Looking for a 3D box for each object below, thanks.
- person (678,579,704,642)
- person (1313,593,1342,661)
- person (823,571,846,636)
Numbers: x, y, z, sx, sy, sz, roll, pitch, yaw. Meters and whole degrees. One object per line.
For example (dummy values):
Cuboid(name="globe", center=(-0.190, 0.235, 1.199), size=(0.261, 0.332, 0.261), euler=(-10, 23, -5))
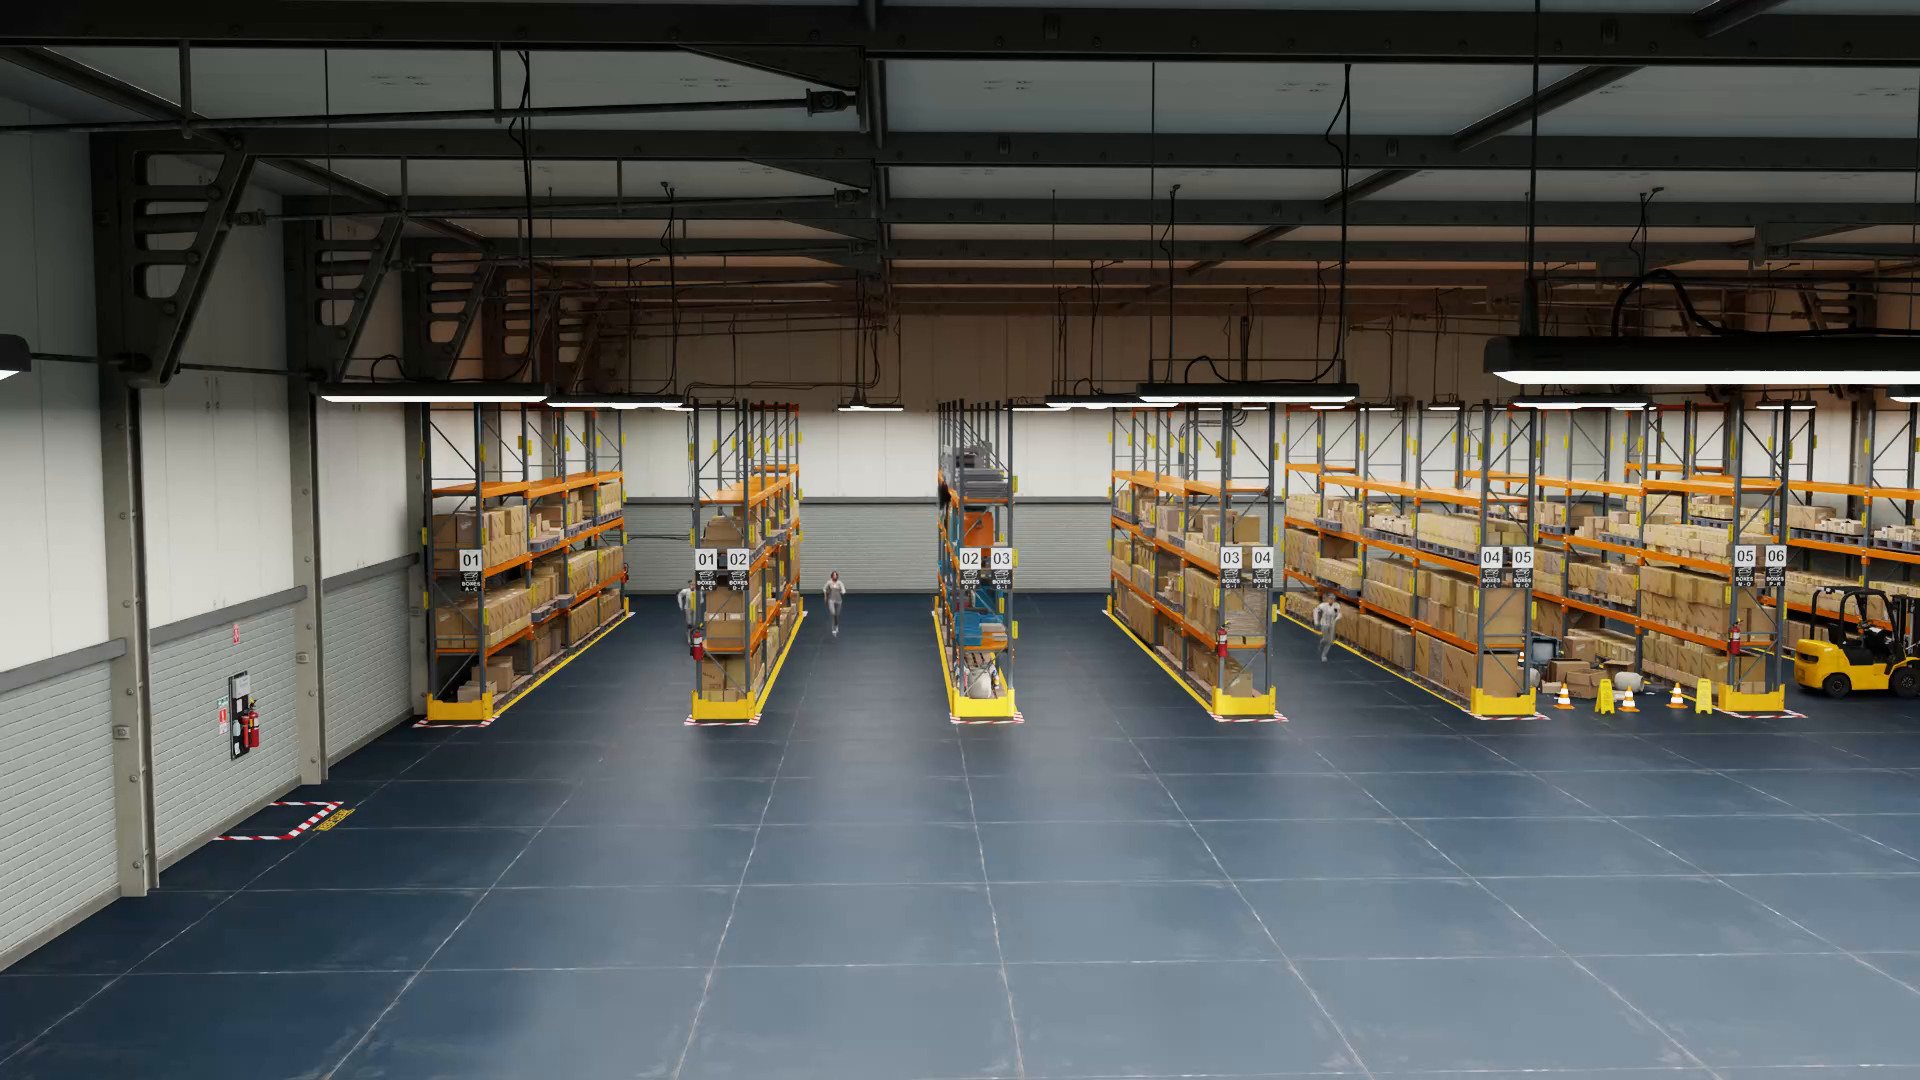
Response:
Cuboid(name="person", center=(-6.708, 1.772, 41.518), size=(0.614, 1.613, 0.684), euler=(-1, 5, -18))
Cuboid(name="person", center=(8.524, 2.010, 38.483), size=(0.590, 1.617, 0.670), euler=(-1, 4, -10))
Cuboid(name="person", center=(-3.109, 1.561, 41.257), size=(0.537, 1.596, 0.848), euler=(-1, 4, -12))
